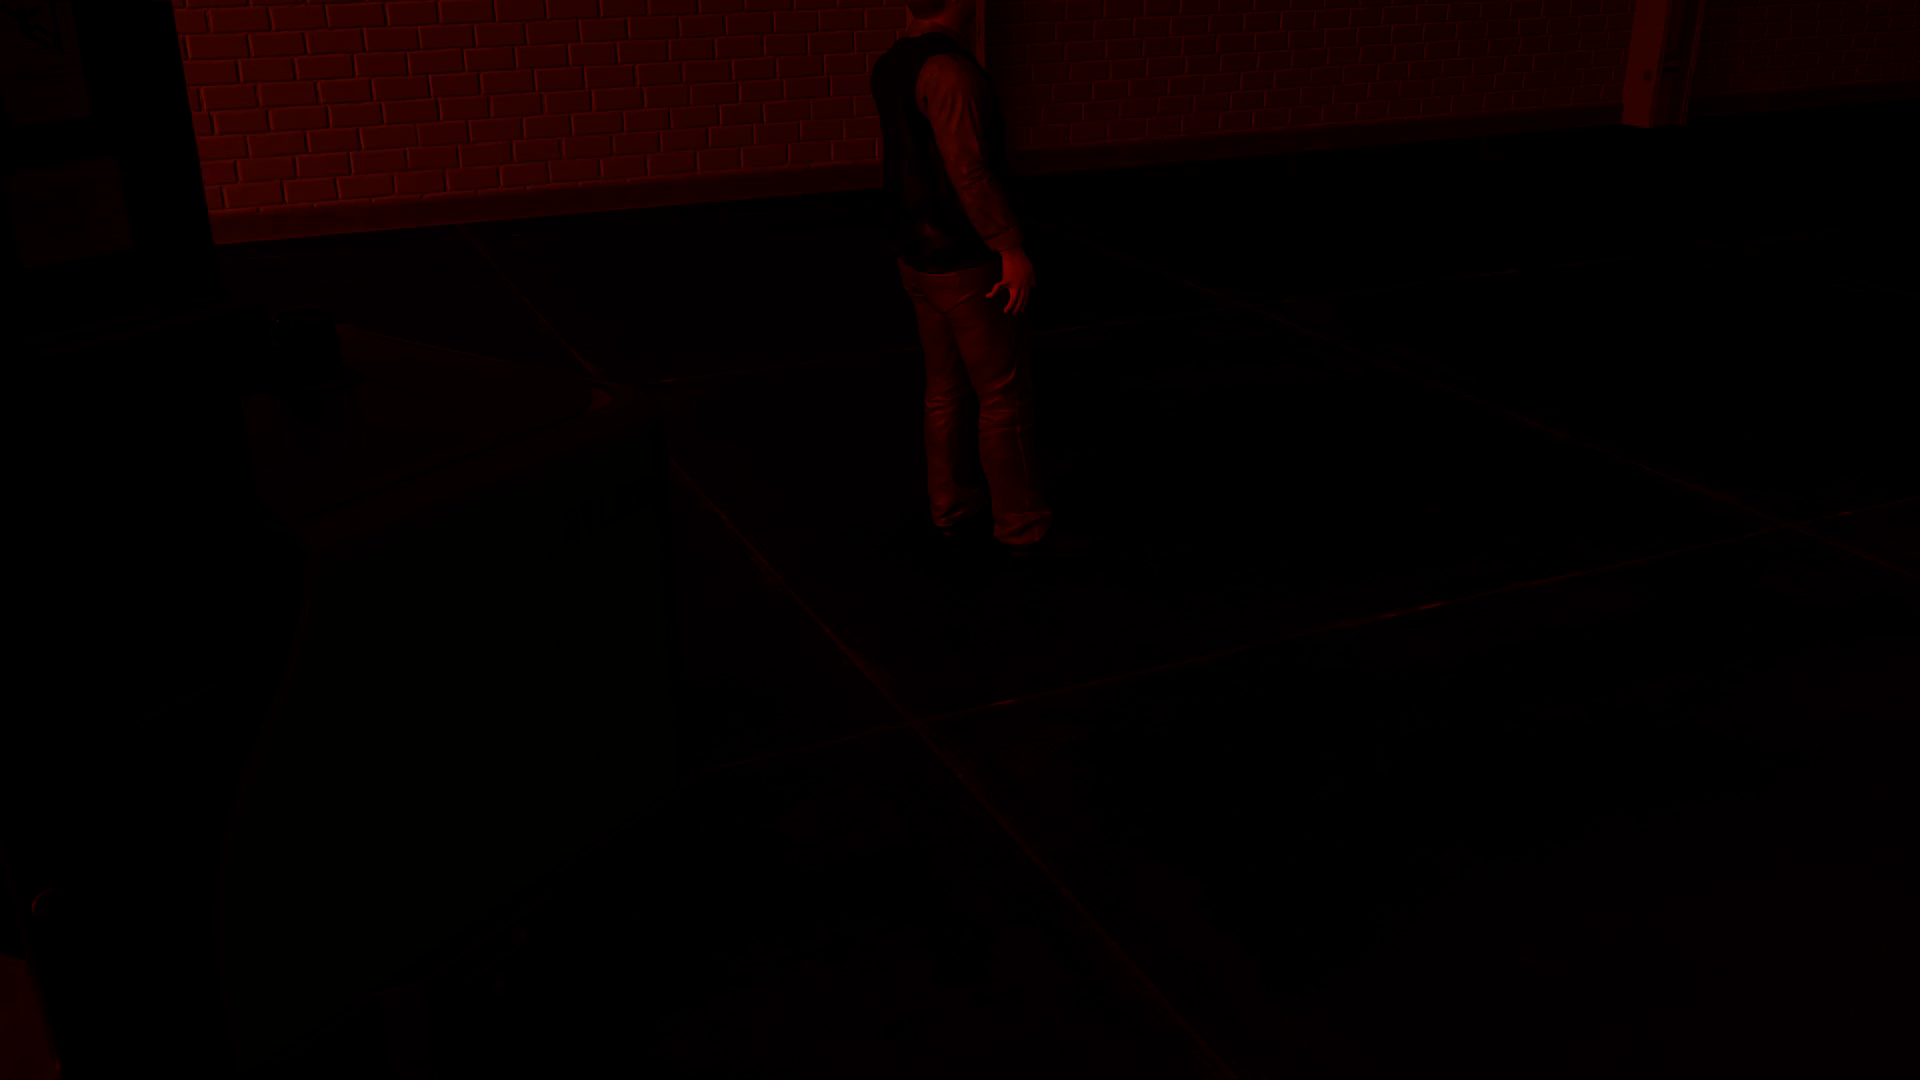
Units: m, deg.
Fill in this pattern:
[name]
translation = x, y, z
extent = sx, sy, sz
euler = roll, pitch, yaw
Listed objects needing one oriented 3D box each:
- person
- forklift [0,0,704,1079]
[person]
translation = 0.060, -0.810, 4.792
extent = 0.566, 1.722, 0.634
euler = -10, 25, -23
[forklift]
translation = -1.716, -0.243, 1.872
extent = 1.130, 2.935, 3.031
euler = 13, 26, 29
